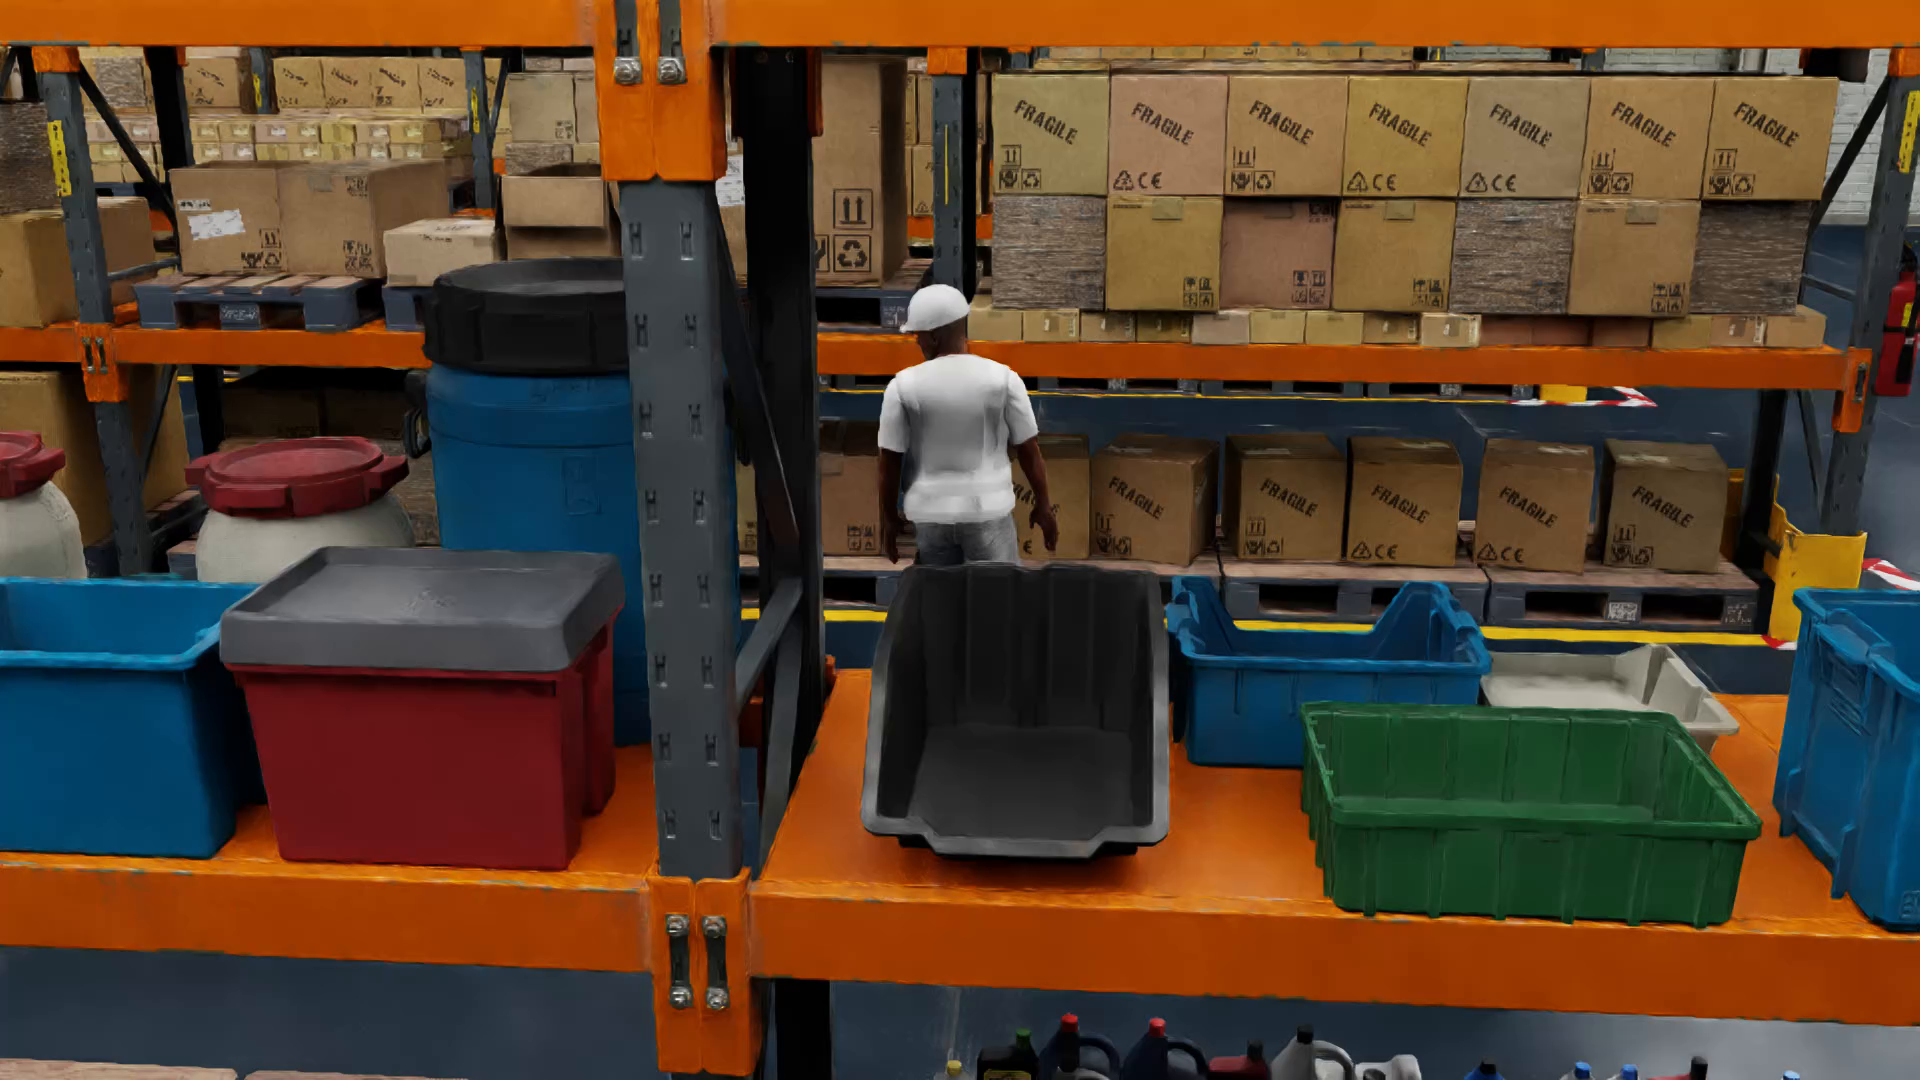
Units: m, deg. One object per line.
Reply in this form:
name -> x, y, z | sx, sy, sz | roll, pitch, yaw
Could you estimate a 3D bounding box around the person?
person -> 0.036, -0.099, 6.319 | 0.664, 1.751, 0.440 | 3, 18, 10
